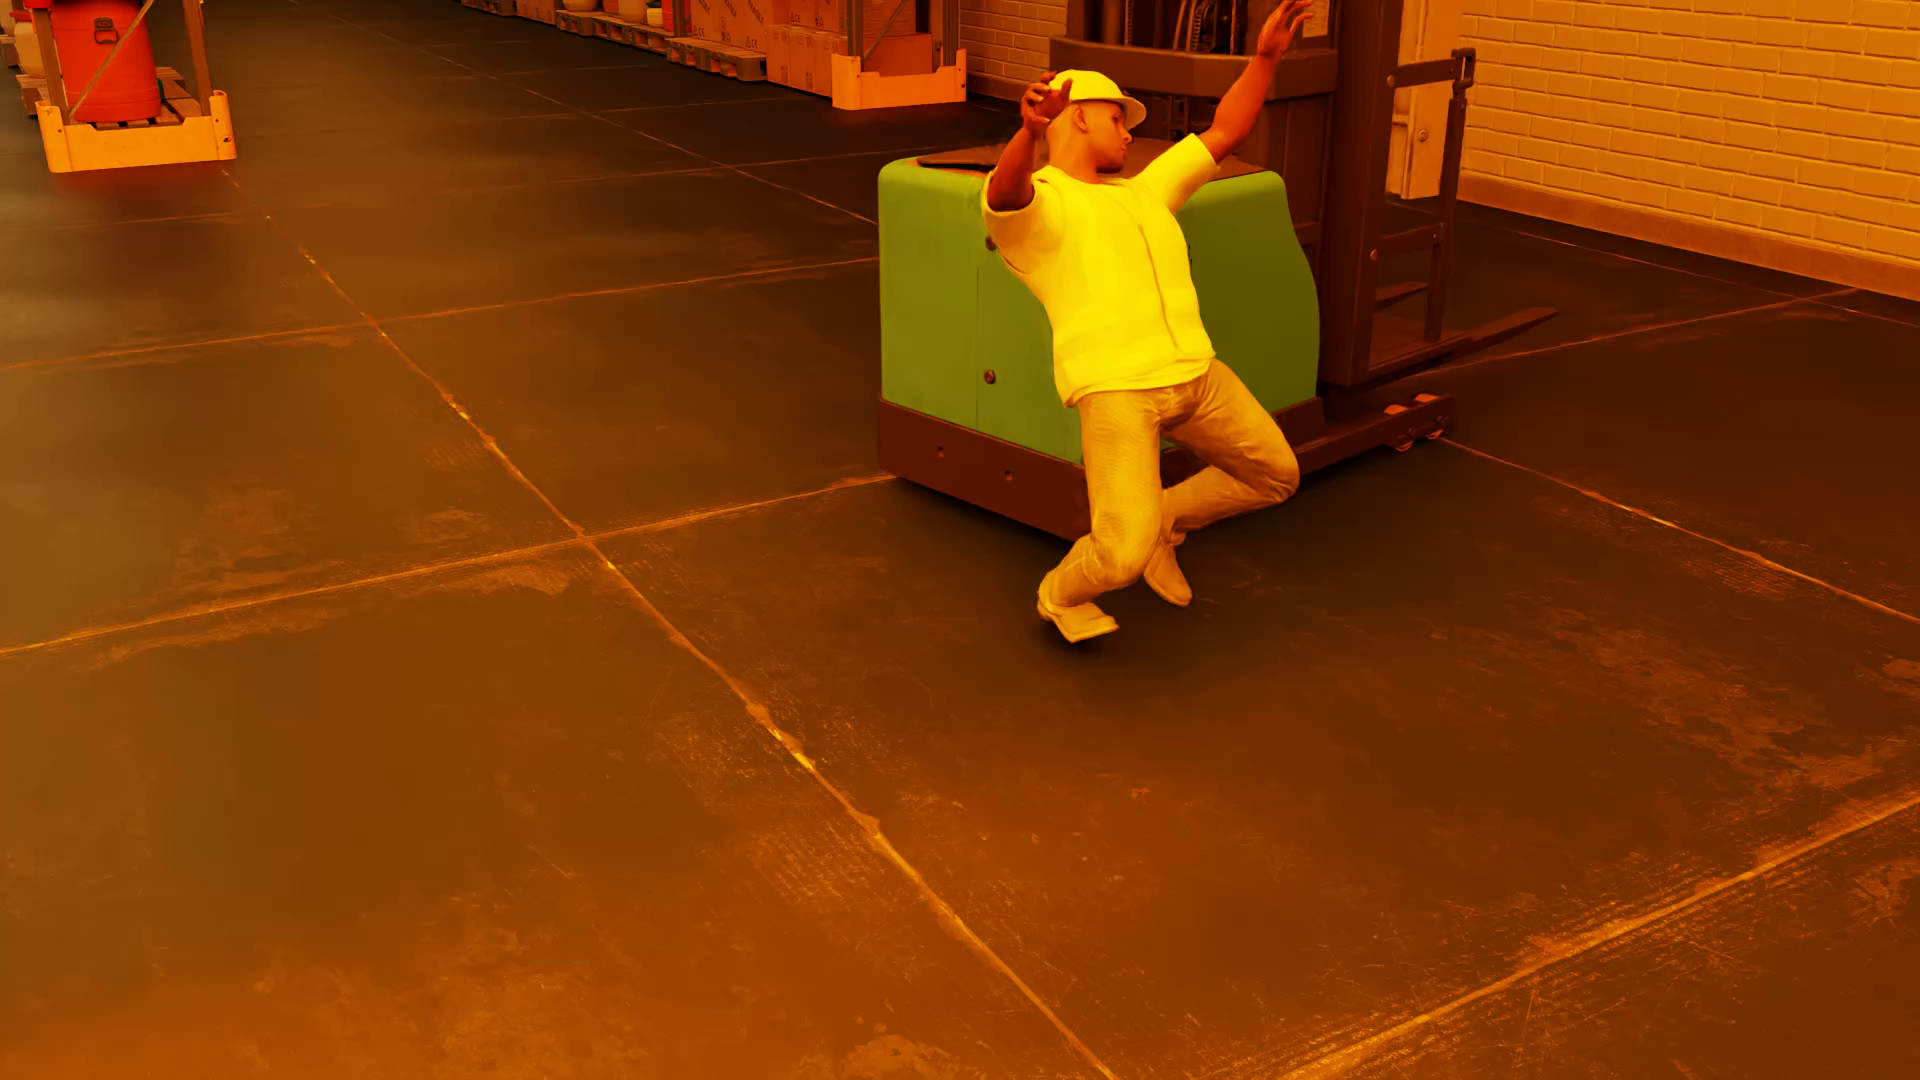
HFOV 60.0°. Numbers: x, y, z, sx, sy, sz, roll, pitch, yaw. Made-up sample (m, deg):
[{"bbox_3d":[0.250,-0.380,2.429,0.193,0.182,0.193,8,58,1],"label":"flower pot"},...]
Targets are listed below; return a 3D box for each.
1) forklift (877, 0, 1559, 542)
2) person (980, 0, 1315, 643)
[{"bbox_3d":[1.144,-1.795,5.648,3.031,2.935,1.130,-20,29,-40],"label":"forklift"},{"bbox_3d":[0.369,-0.513,4.206,1.042,1.644,0.741,-19,29,-38],"label":"person"}]
